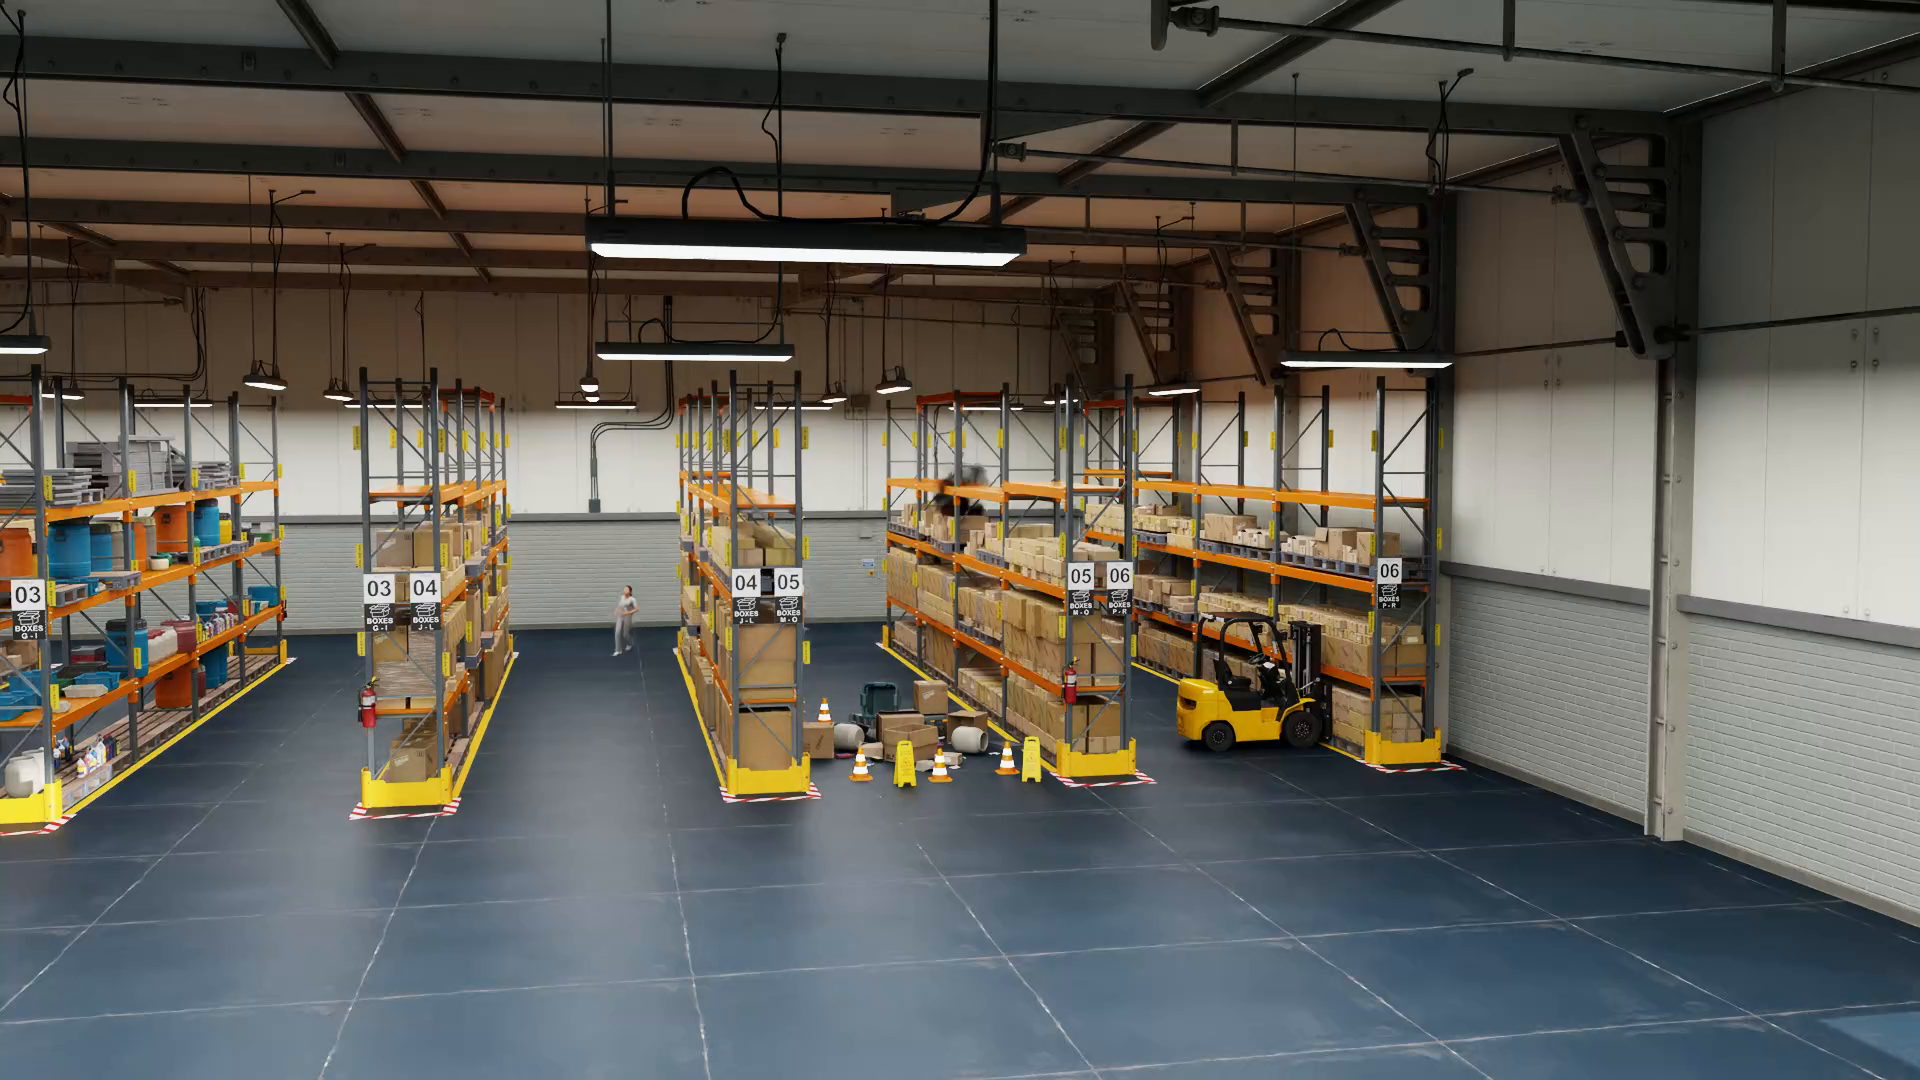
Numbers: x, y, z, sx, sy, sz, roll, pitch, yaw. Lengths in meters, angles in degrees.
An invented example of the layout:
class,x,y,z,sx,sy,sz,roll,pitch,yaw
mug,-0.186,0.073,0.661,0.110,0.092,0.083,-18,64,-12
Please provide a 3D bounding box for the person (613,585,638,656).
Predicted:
class,x,y,z,sx,sy,sz,roll,pitch,yaw
person,-7.820,1.882,39.042,0.607,1.647,0.744,1,4,22

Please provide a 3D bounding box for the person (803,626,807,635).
class,x,y,z,sx,sy,sz,roll,pitch,yaw
person,-4.174,1.745,41.142,0.838,1.670,0.615,-1,3,-12
